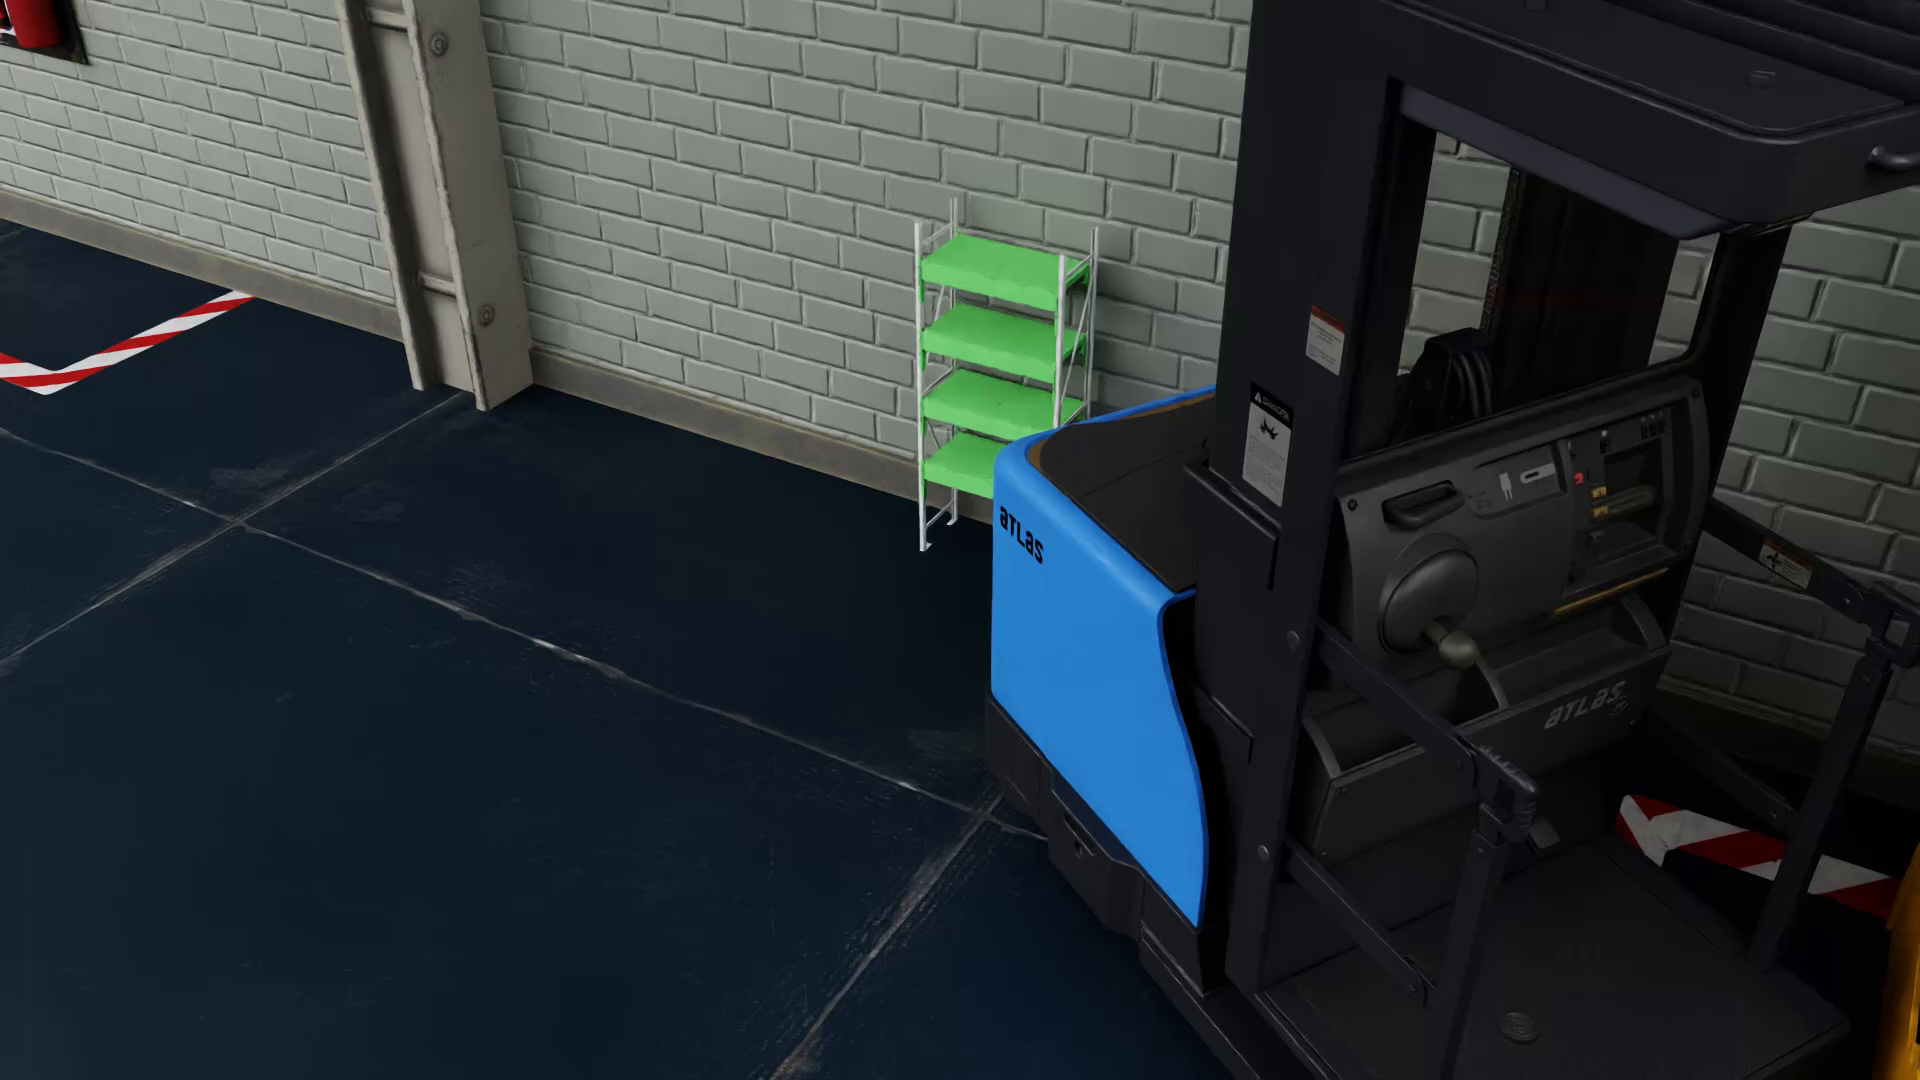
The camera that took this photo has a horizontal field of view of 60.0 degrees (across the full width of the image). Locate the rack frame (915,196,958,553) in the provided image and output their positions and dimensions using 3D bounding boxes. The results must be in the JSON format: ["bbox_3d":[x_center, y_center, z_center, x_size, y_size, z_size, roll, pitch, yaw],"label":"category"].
[{"bbox_3d":[-0.072,-0.516,5.442,0.015,1.200,0.240,17,37,24],"label":"rack frame"}]

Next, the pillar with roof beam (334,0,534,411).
[{"bbox_3d":[-4.084,-2.304,1.092,0.400,9.000,9.100,18,37,24],"label":"pillar with roof beam"}]

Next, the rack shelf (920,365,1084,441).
[{"bbox_3d":[0.141,-0.397,5.378,0.480,0.148,0.258,17,37,24],"label":"rack shelf"}]

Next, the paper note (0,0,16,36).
[{"bbox_3d":[-4.194,-2.292,7.281,0.142,0.148,0.016,18,37,24],"label":"paper note"}]

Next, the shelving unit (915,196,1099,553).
[{"bbox_3d":[0.141,-0.450,5.343,0.503,1.200,0.258,17,37,24],"label":"shelving unit"}]

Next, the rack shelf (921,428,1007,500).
[{"bbox_3d":[0.141,-0.197,5.511,0.480,0.148,0.258,17,37,24],"label":"rack shelf"}]

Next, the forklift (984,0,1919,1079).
[{"bbox_3d":[1.212,0.023,3.071,1.130,2.935,3.031,-17,37,-23],"label":"forklift"}]

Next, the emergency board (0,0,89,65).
[{"bbox_3d":[-4.075,-2.577,6.914,0.643,1.169,0.194,18,37,24],"label":"emergency board"}]

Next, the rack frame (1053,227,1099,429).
[{"bbox_3d":[0.354,-0.384,5.244,0.015,1.200,0.240,17,37,24],"label":"rack frame"}]

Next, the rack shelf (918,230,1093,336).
[{"bbox_3d":[0.141,-0.796,5.112,0.480,0.148,0.258,17,37,24],"label":"rack shelf"}]

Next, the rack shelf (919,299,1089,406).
[{"bbox_3d":[0.141,-0.596,5.245,0.480,0.148,0.258,17,37,24],"label":"rack shelf"}]

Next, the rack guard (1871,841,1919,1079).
[{"bbox_3d":[2.290,1.056,3.713,0.348,0.500,1.175,18,37,24],"label":"rack guard"}]
